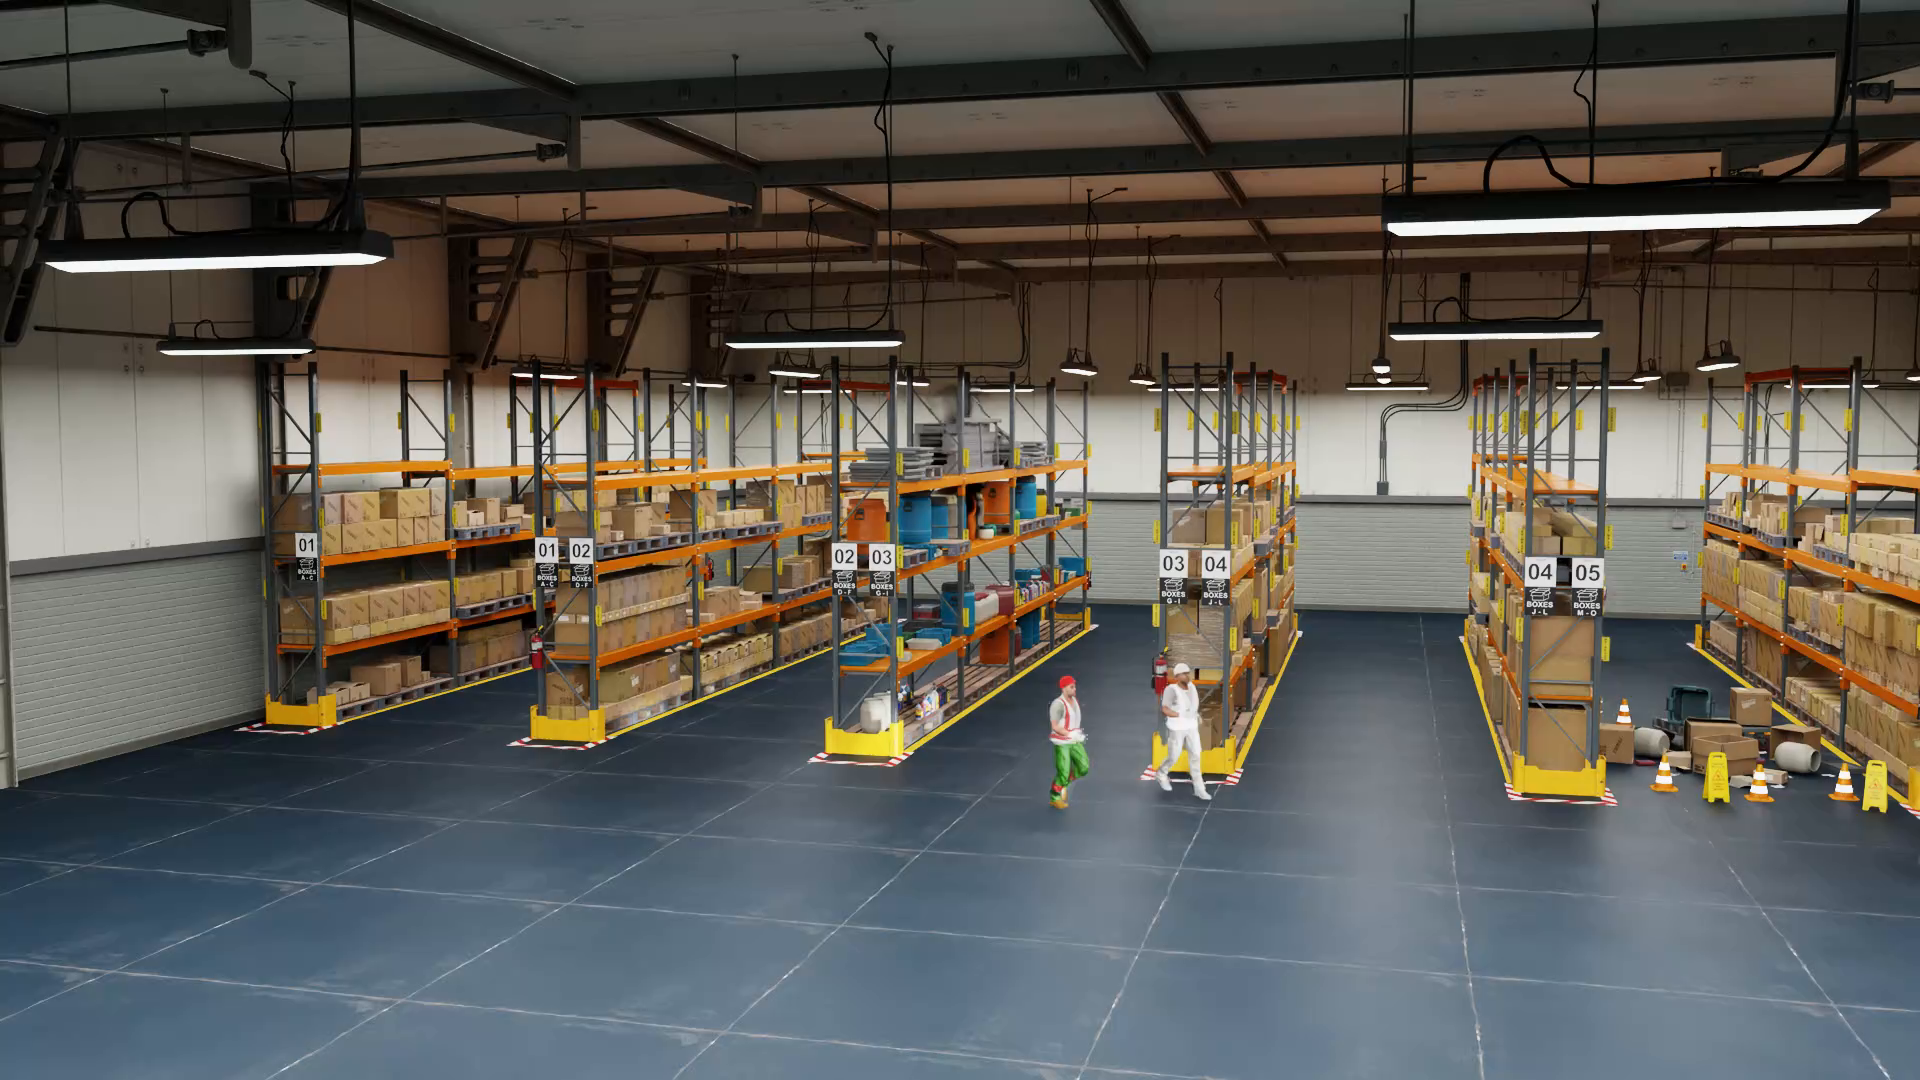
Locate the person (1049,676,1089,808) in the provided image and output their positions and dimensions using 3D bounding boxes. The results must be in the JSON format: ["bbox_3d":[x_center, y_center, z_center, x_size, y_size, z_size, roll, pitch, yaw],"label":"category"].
[{"bbox_3d":[1.432,2.614,21.517,0.642,1.735,0.661,4,5,42],"label":"person"}]

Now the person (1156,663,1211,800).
[{"bbox_3d":[2.962,2.513,22.125,0.694,1.765,0.977,-3,5,-32],"label":"person"}]
